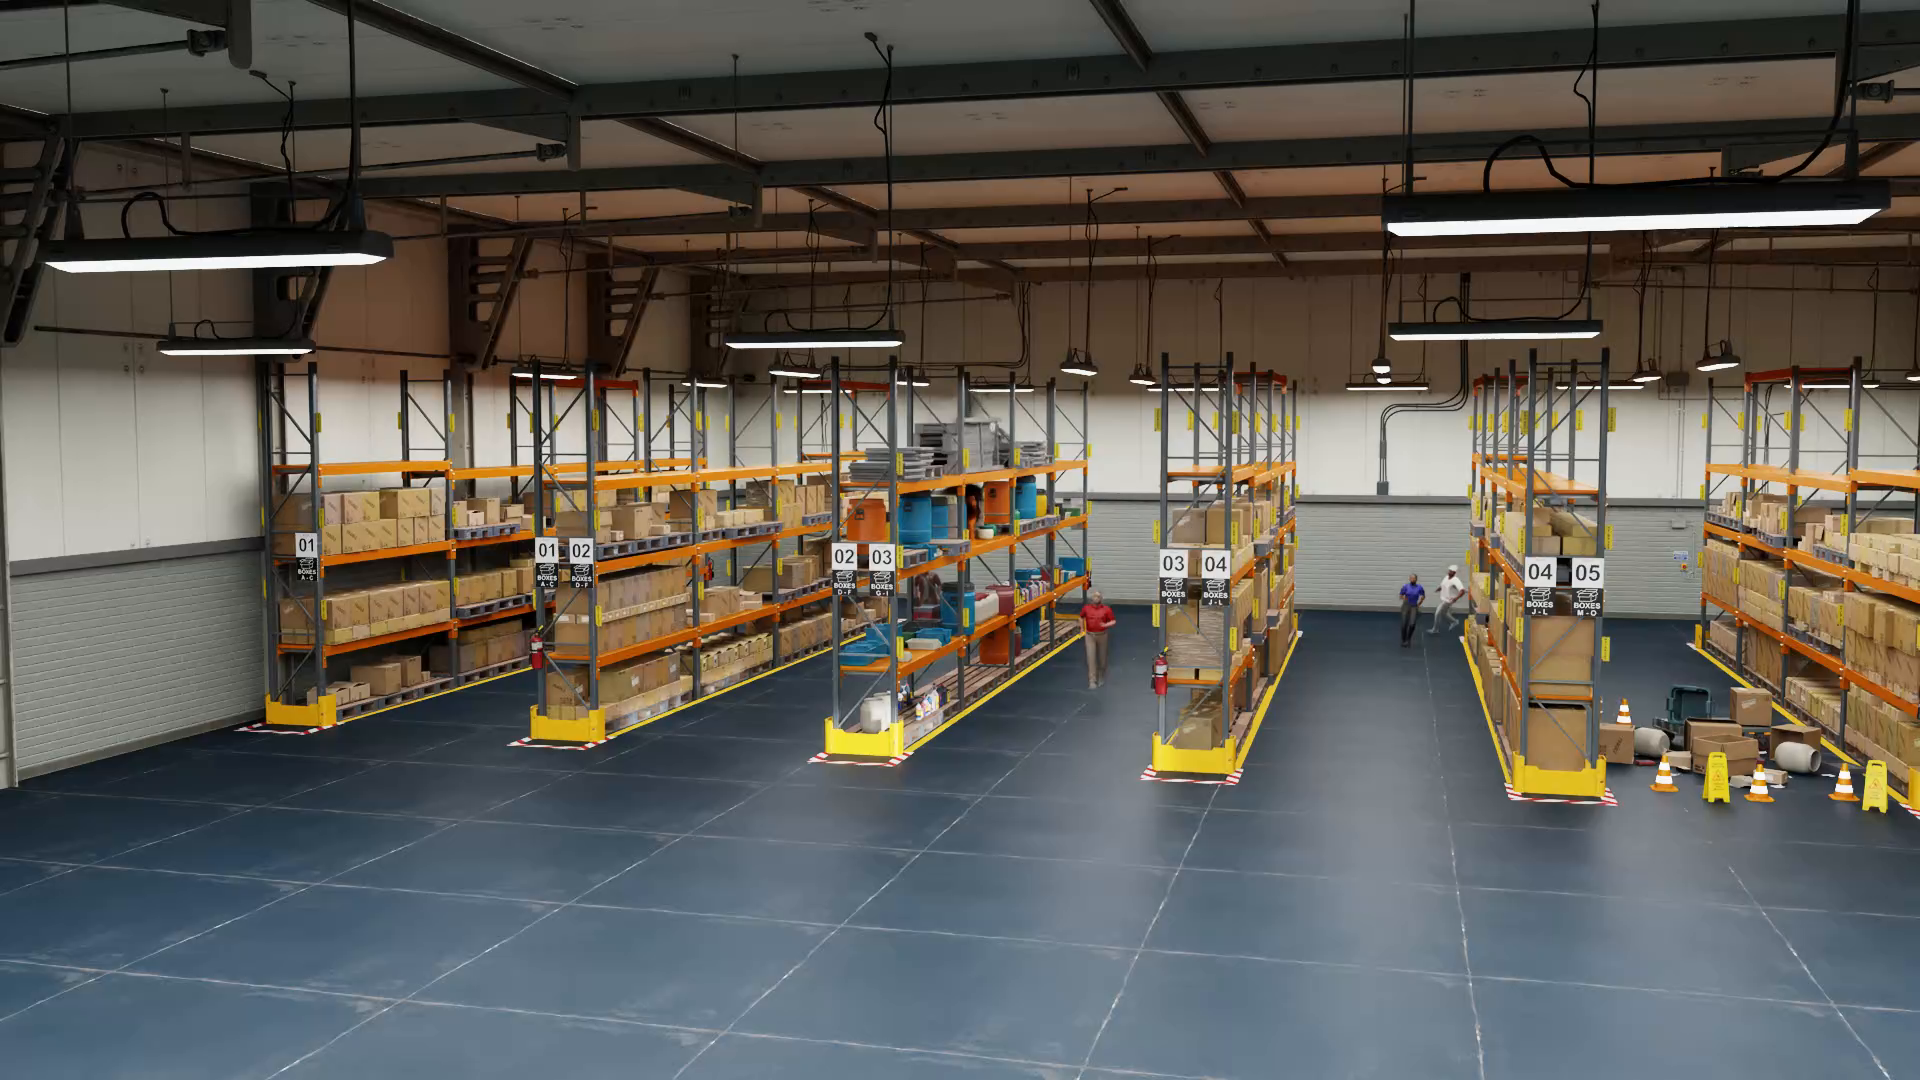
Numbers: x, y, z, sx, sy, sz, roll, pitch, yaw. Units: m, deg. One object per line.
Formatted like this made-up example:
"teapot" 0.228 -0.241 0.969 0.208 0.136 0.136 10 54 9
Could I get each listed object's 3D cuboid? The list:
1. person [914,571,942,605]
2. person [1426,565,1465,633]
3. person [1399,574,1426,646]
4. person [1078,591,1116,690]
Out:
"person" -0.791 1.387 39.183 0.696 1.729 0.670 0 4 6
"person" 11.517 1.401 39.331 0.833 1.668 0.873 0 4 -3
"person" 10.118 1.583 37.288 0.563 1.641 0.661 1 4 17
"person" 2.432 1.788 29.600 0.673 1.763 0.883 0 4 6
